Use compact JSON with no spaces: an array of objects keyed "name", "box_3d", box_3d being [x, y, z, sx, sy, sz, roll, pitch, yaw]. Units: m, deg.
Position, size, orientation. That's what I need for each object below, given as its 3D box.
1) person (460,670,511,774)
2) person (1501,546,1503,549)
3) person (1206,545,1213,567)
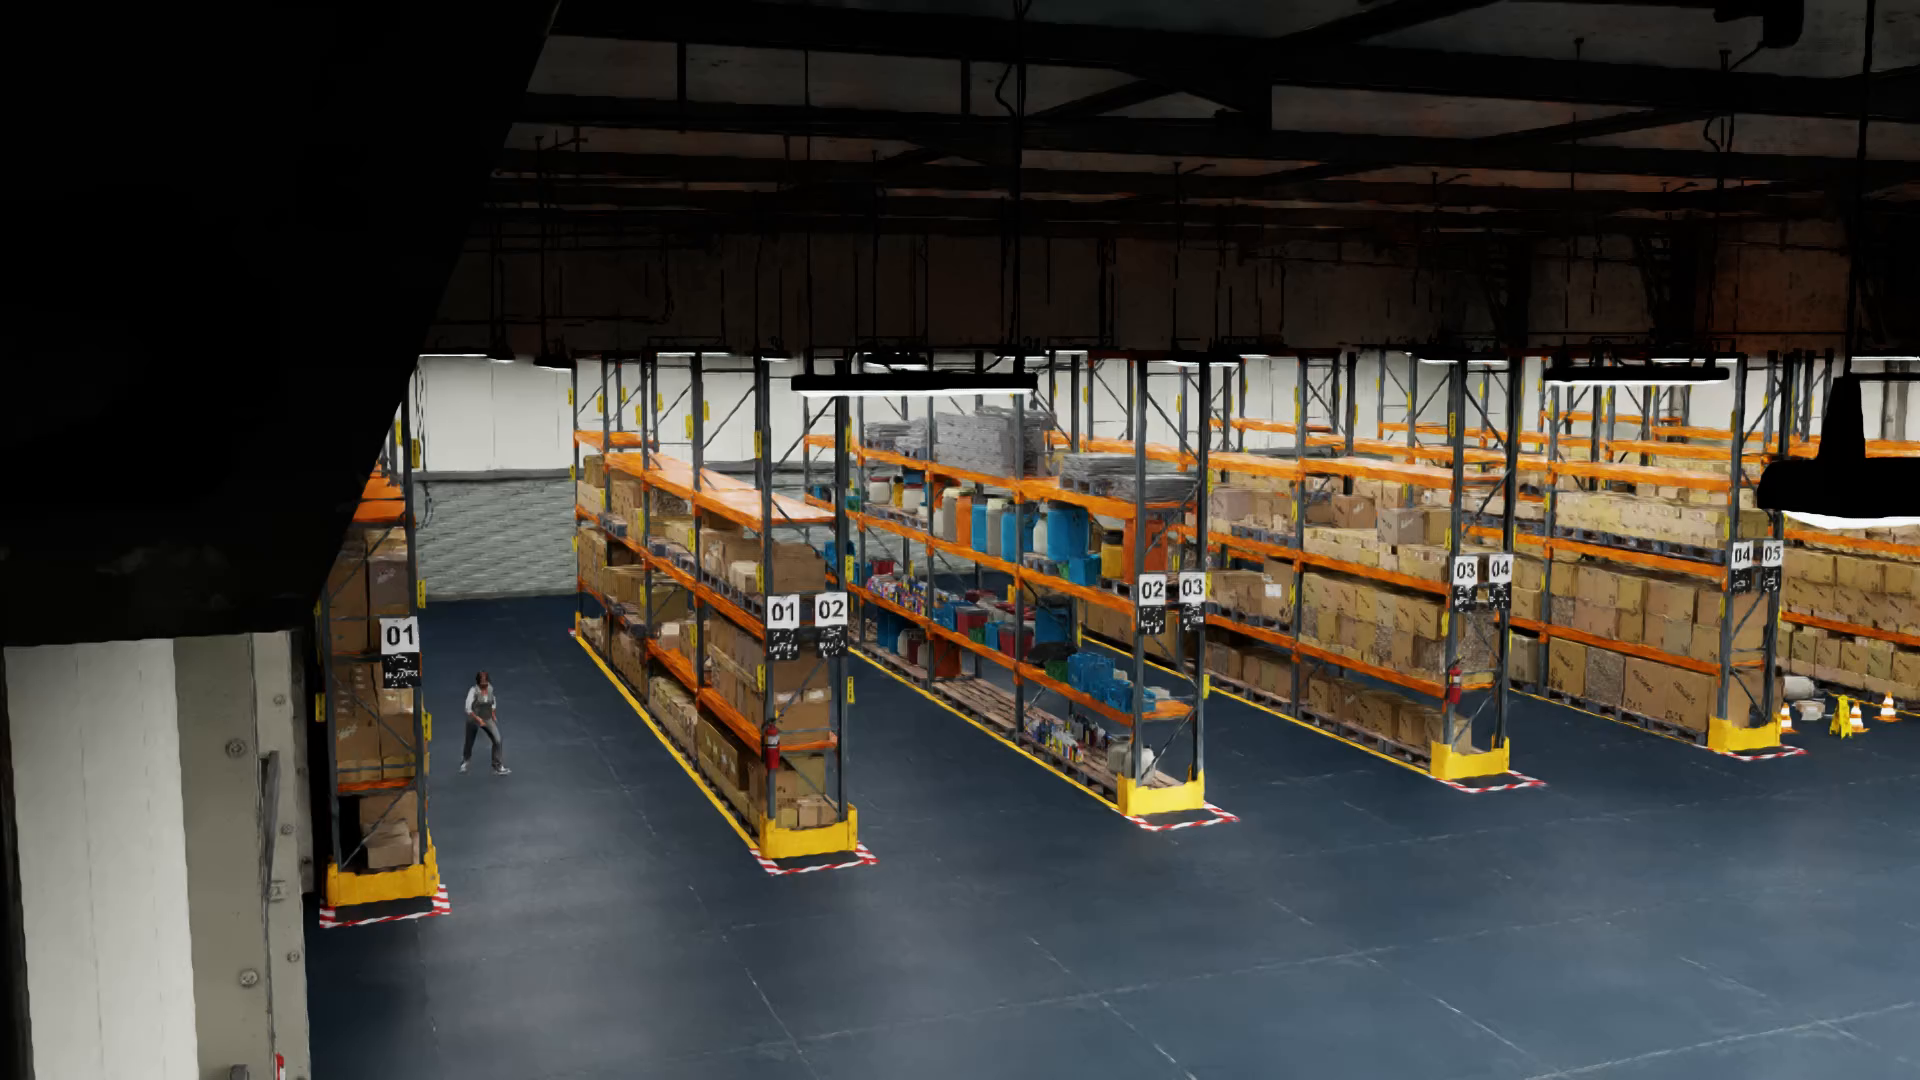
[{"name":"person","box_3d":[-6.885,2.598,23.903,0.562,1.527,0.782,-6,9,-38]},{"name":"person","box_3d":[11.762,0.975,35.969,0.585,1.763,0.682,0,7,0]},{"name":"person","box_3d":[5.246,0.978,35.843,0.588,1.784,0.666,0,7,3]}]
